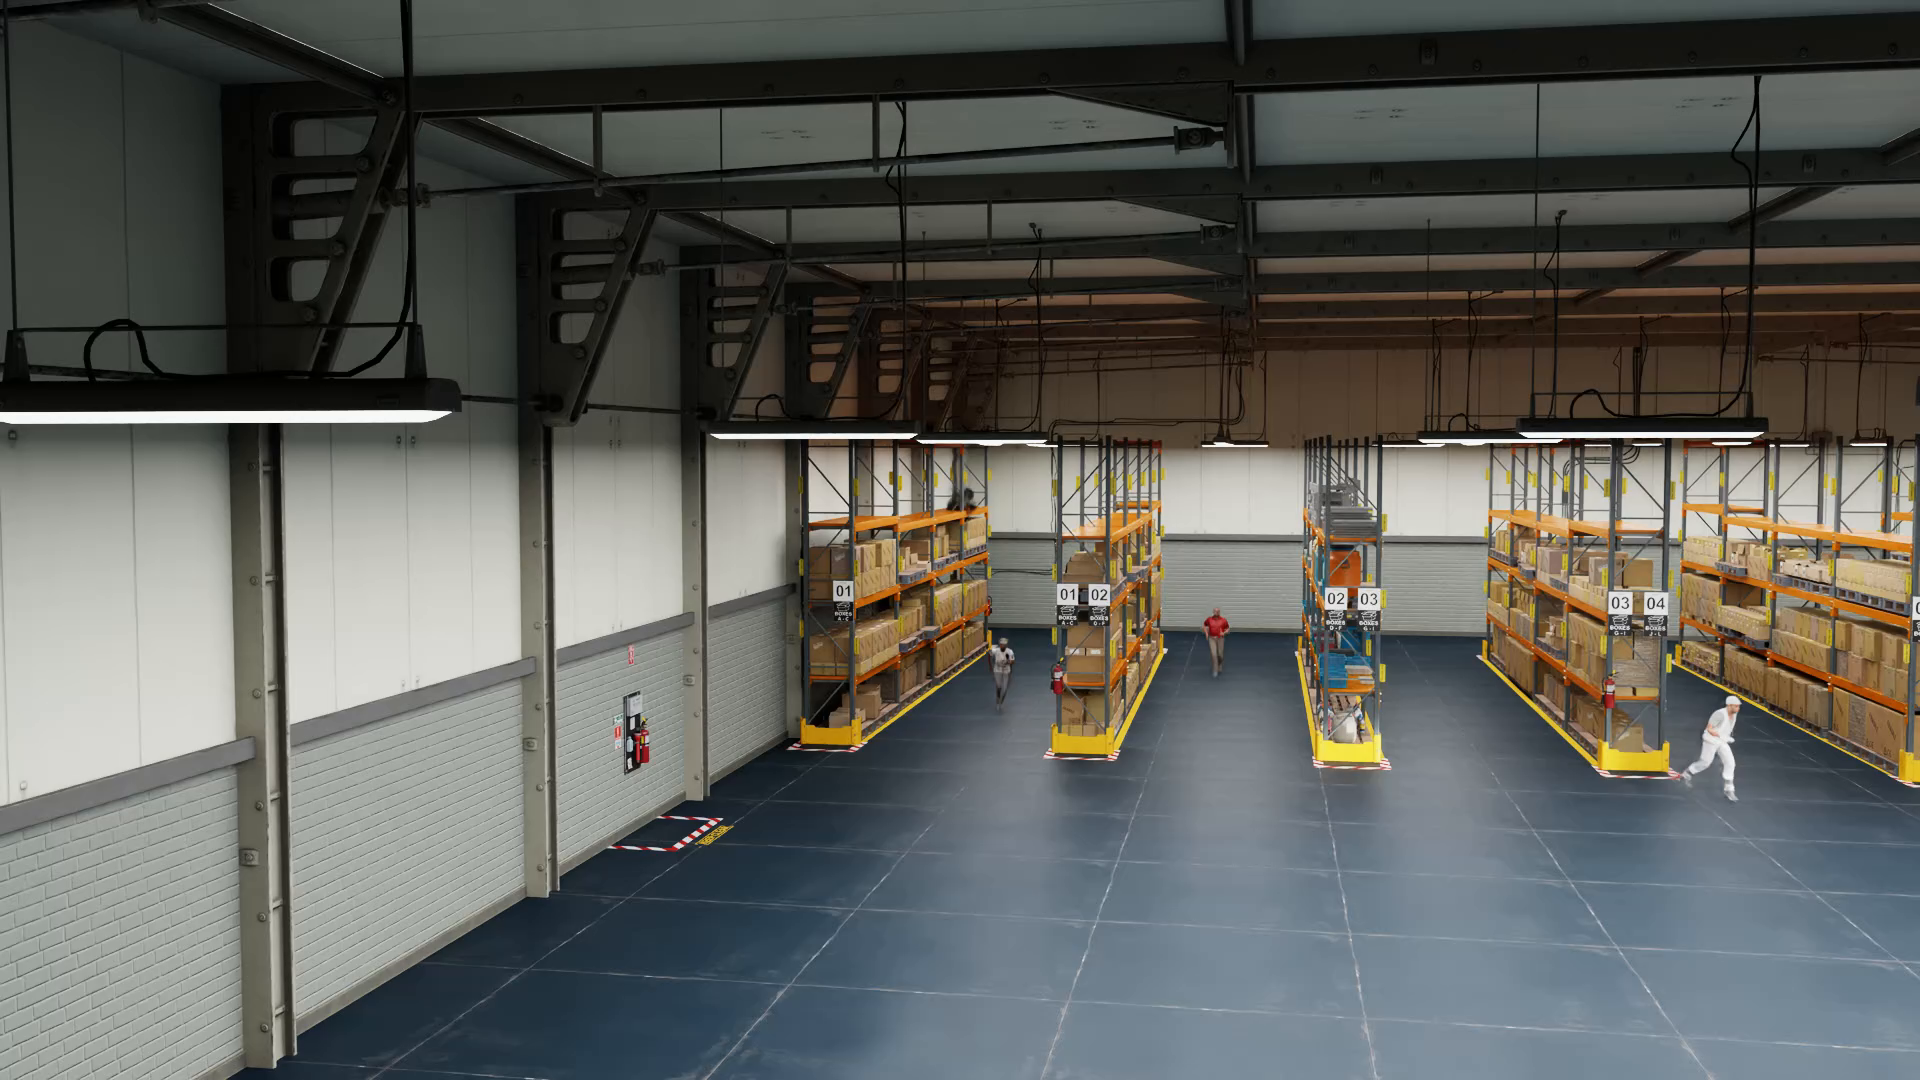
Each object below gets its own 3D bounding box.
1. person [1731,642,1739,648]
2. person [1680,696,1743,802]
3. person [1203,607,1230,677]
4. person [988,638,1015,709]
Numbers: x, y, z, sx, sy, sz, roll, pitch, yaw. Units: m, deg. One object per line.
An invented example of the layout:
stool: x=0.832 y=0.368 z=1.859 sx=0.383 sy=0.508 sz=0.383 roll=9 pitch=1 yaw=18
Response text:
person: x=21.145 y=2.487 z=44.977 sx=0.686 sy=1.685 sz=0.692 roll=-1 pitch=3 yaw=-10
person: x=12.425 y=3.396 z=27.509 sx=0.683 sy=1.733 sz=1.056 roll=-2 pitch=4 yaw=-37
person: x=6.524 y=2.583 z=42.328 sx=0.666 sy=1.731 sz=0.769 roll=0 pitch=3 yaw=6
person: x=0.914 y=2.937 z=36.577 sx=0.562 sy=1.609 sz=0.759 roll=0 pitch=3 yaw=-7
